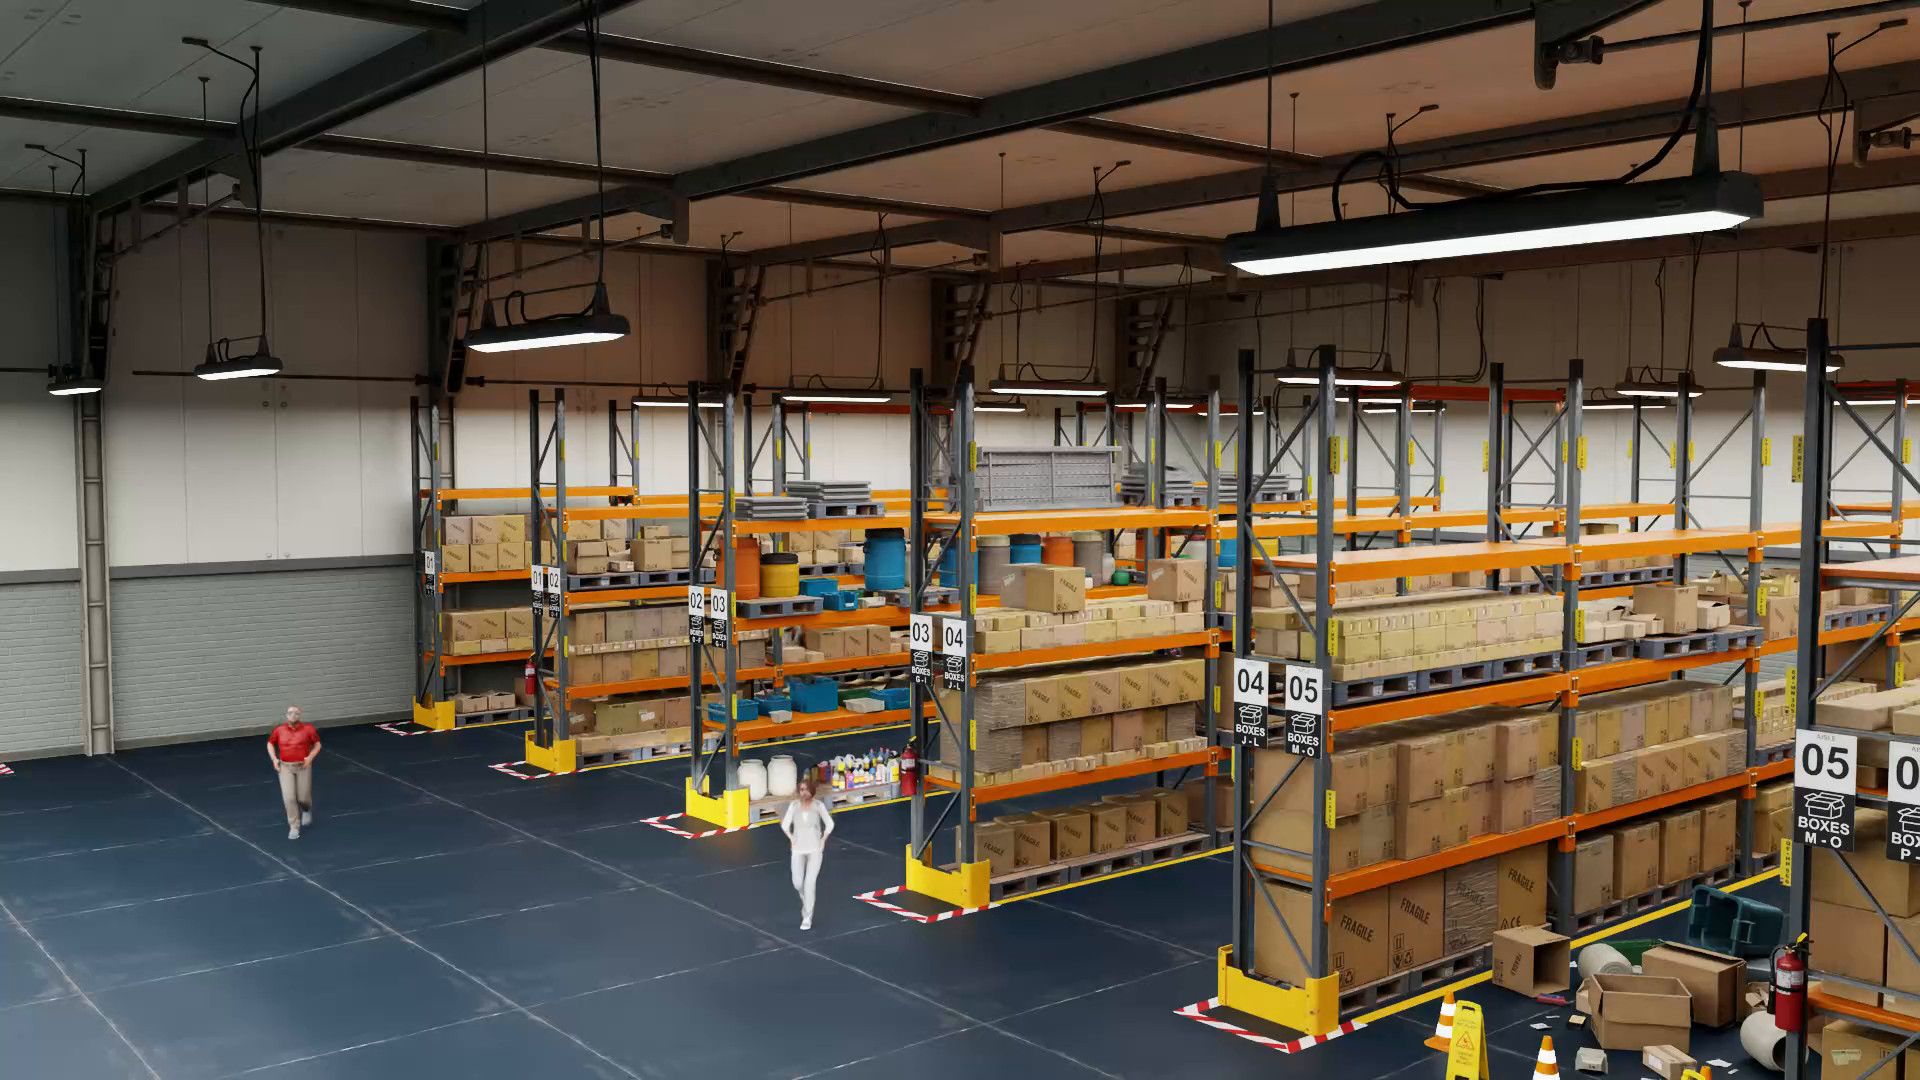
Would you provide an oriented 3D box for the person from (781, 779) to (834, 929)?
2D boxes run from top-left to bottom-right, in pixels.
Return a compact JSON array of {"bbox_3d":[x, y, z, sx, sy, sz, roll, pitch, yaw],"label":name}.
[{"bbox_3d":[-1.636,3.328,17.805,0.565,1.564,0.635,0,3,4],"label":"person"}]

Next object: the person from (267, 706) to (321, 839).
[{"bbox_3d":[-8.772,3.028,21.912,0.672,1.712,0.688,-1,4,-18],"label":"person"}]

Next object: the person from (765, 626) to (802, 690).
[{"bbox_3d":[-3.418,2.154,31.834,0.722,1.895,0.671,-3,5,-43],"label":"person"}]
